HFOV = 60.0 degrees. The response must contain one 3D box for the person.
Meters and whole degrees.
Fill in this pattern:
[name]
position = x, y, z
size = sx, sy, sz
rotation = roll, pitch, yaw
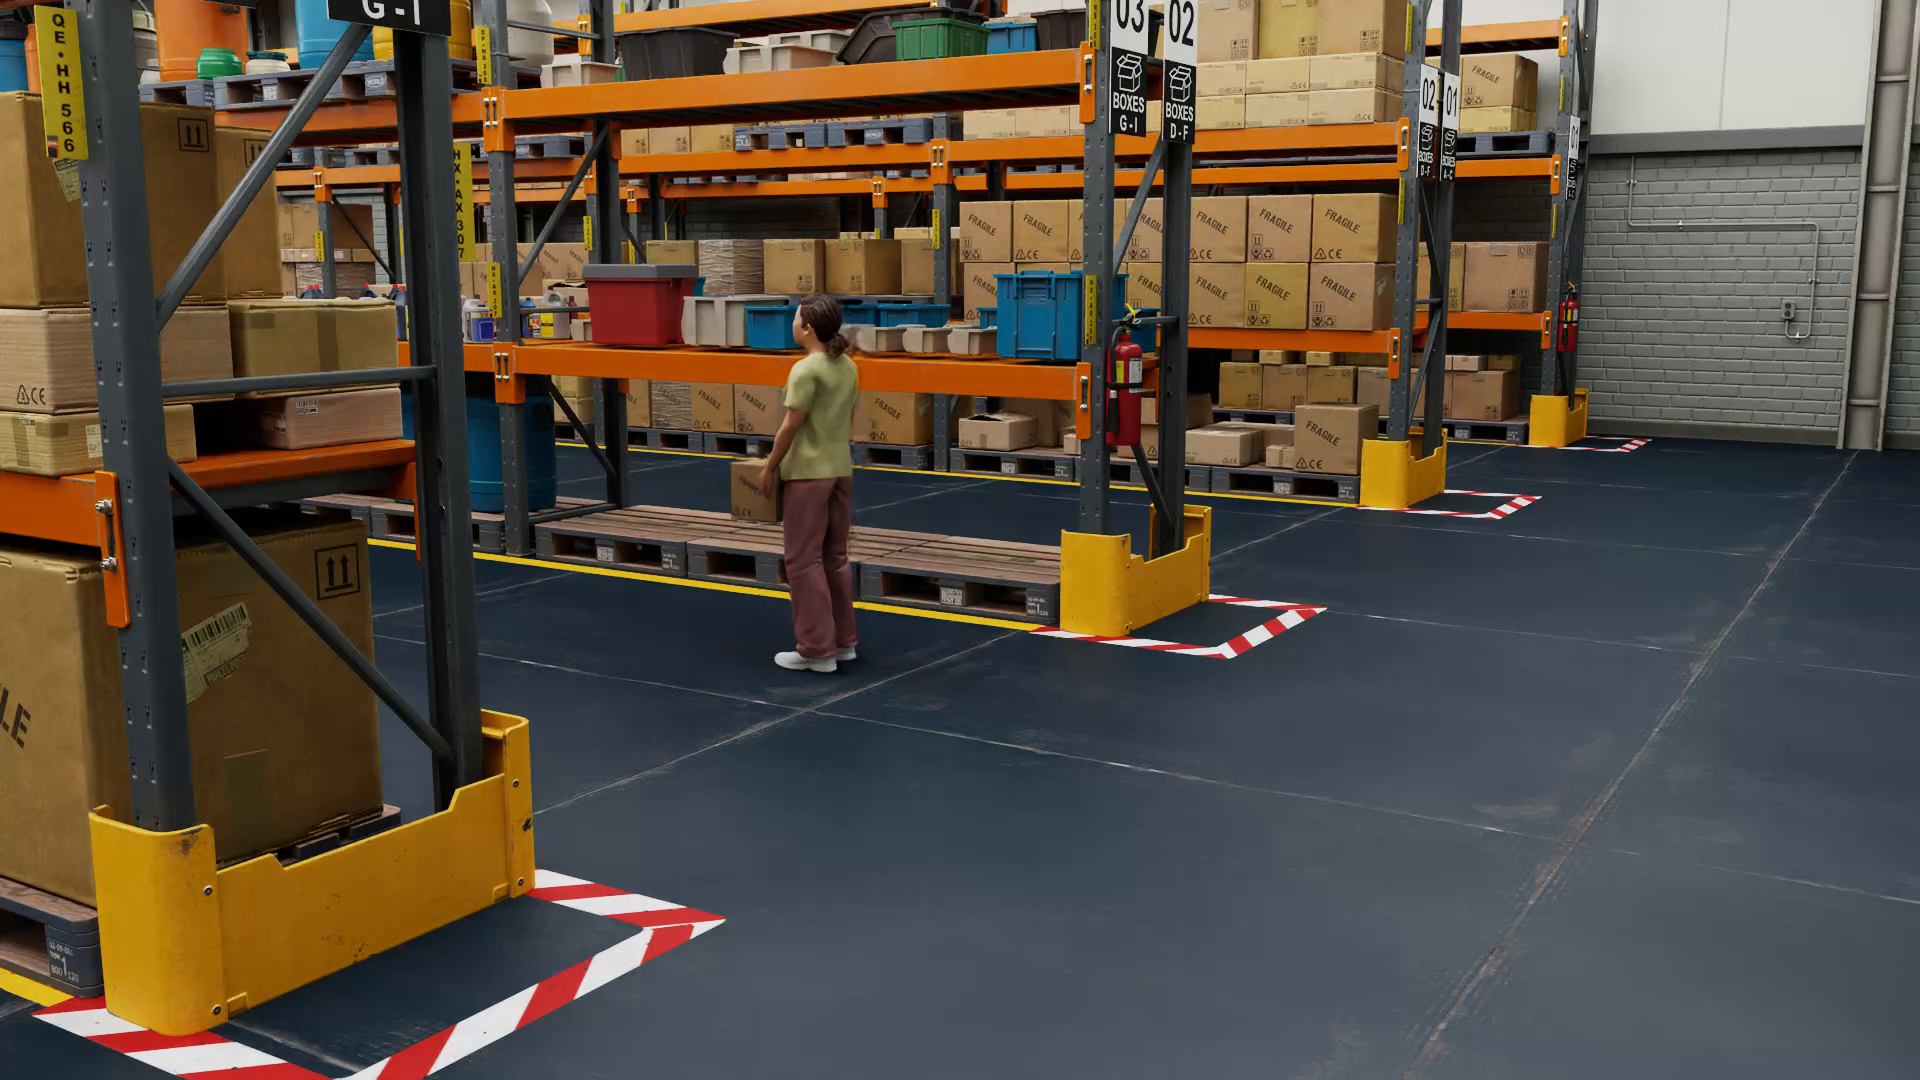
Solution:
[person]
position = -0.658, -0.254, 7.393
size = 0.416, 1.676, 0.509
rotation = 6, 11, 31
